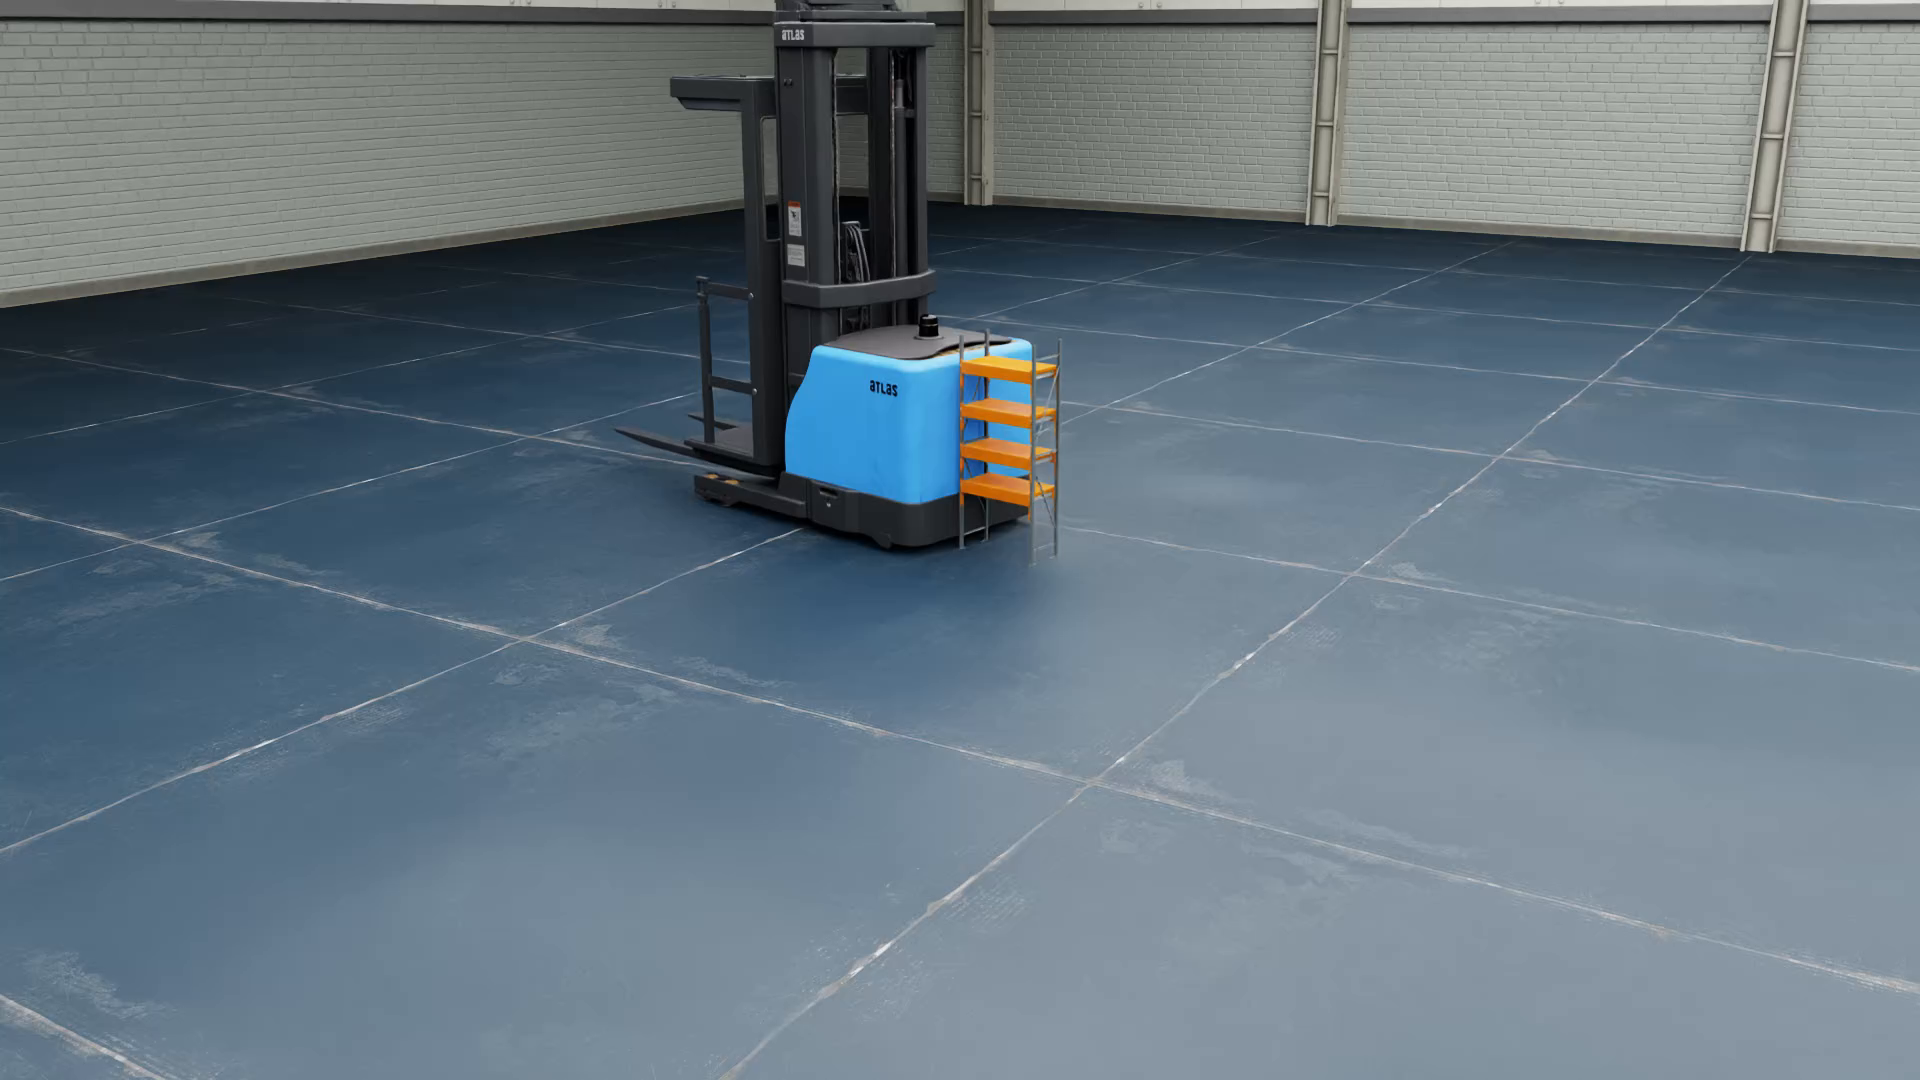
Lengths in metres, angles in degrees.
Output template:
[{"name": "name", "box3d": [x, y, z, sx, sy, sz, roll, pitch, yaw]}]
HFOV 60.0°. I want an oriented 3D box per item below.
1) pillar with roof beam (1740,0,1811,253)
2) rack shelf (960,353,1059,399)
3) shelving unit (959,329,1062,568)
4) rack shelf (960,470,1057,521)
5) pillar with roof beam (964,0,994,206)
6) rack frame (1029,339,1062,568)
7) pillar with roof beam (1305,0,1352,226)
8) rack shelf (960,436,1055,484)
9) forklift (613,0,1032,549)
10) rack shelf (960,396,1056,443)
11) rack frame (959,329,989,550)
[{"name": "pillar with roof beam", "box3d": [8.287, -7.064, 17.155, 0.400, 9.000, 9.100, 10, 20, 30]}, {"name": "rack shelf", "box3d": [0.265, -0.876, 8.848, 0.480, 0.148, 0.258, 14, 22, 38]}, {"name": "shelving unit", "box3d": [0.265, -0.500, 8.962, 0.503, 1.200, 0.258, 14, 22, 38]}, {"name": "rack shelf", "box3d": [0.265, -0.245, 9.039, 0.480, 0.148, 0.258, 14, 22, 38]}, {"name": "pillar with roof beam", "box3d": [-1.938, -8.890, 23.164, 0.400, 9.000, 9.100, 10, 20, 30]}, {"name": "rack frame", "box3d": [0.453, -0.454, 8.813, 0.015, 1.200, 0.240, 14, 22, 38]}, {"name": "pillar with roof beam", "box3d": [3.174, -7.977, 20.159, 0.400, 9.000, 9.100, 10, 20, 30]}, {"name": "rack shelf", "box3d": [0.265, -0.435, 8.982, 0.480, 0.148, 0.258, 14, 22, 38]}, {"name": "forklift", "box3d": [-0.983, -1.698, 9.928, 3.031, 2.935, 1.130, 15, 23, 41]}, {"name": "rack shelf", "box3d": [0.265, -0.649, 8.917, 0.480, 0.148, 0.258, 14, 22, 38]}, {"name": "rack frame", "box3d": [0.077, -0.545, 9.111, 0.015, 1.200, 0.240, 14, 22, 38]}]
